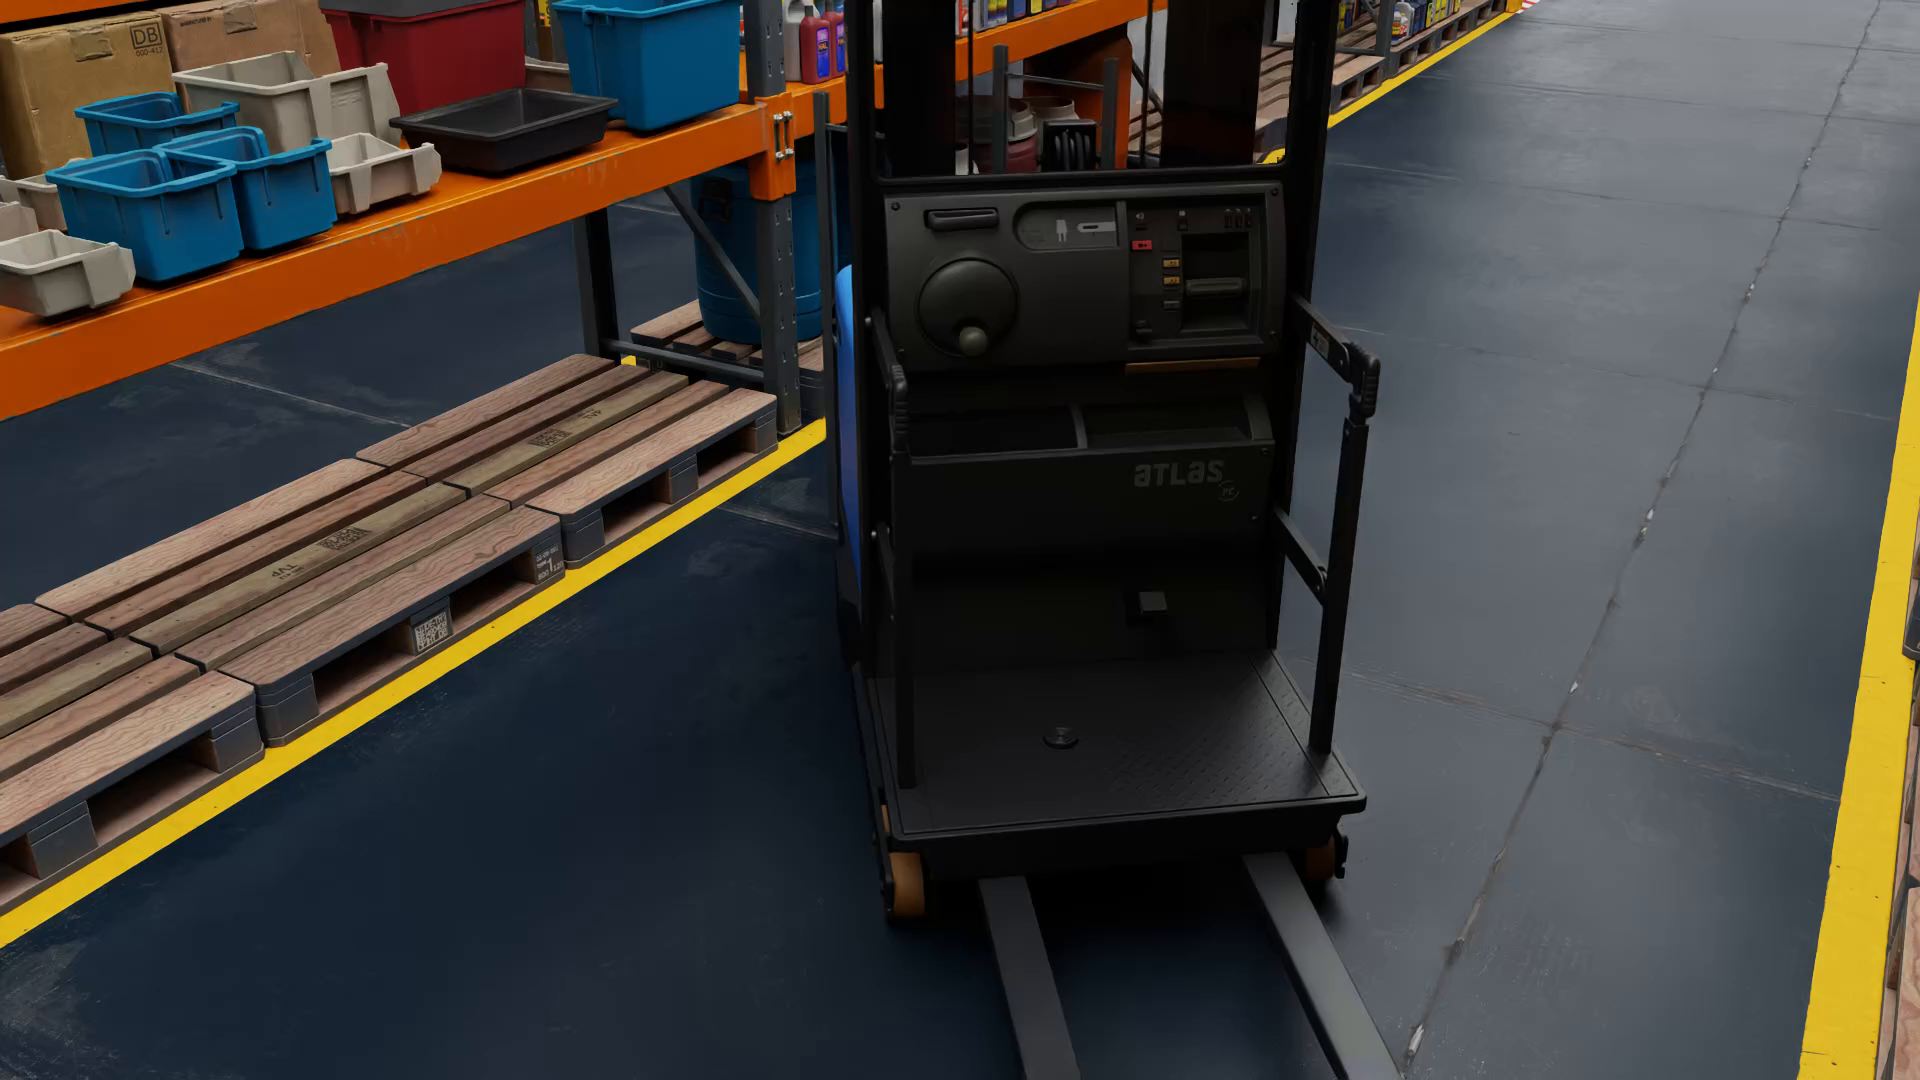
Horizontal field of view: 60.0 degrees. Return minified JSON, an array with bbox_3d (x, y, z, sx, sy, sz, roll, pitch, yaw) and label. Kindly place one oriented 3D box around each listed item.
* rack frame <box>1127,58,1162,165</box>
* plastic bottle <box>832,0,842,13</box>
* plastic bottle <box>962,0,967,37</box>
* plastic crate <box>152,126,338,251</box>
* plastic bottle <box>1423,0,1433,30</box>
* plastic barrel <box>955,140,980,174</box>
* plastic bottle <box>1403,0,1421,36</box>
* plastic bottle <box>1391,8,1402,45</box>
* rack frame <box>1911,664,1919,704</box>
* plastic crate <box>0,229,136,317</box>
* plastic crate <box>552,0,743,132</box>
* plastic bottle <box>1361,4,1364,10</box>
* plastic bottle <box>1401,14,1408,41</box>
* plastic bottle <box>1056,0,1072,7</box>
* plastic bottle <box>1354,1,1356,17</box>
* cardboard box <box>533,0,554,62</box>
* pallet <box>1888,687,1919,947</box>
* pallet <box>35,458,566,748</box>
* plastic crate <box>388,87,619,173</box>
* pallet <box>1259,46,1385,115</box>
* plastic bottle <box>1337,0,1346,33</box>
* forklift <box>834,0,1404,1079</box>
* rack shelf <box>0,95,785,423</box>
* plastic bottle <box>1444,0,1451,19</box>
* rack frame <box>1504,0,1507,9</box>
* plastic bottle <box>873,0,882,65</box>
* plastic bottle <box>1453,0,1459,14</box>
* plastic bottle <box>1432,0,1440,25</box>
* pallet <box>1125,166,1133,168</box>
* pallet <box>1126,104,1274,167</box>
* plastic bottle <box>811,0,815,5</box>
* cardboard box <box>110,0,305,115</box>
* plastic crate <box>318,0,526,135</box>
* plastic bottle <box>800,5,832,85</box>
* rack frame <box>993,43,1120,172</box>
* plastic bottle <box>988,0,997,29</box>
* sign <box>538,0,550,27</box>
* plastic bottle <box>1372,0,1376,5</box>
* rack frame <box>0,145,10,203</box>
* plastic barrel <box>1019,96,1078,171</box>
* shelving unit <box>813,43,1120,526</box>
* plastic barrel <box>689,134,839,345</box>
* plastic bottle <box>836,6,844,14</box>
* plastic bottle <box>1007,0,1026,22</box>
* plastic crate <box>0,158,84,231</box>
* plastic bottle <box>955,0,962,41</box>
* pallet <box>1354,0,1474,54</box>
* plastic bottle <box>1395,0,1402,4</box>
[{"bbox_3d":[0.872,-3.434,9.259,1.000,3.000,0.127,14,30,26],"label":"rack frame"},{"bbox_3d":[-0.571,-2.413,7.364,0.097,0.271,0.097,0,27,0],"label":"plastic bottle"},{"bbox_3d":[0.000,-2.283,7.181,0.097,0.201,0.097,0,27,0],"label":"plastic bottle"},{"bbox_3d":[-1.860,-0.922,4.361,0.416,0.233,0.300,14,30,26],"label":"plastic crate"},{"bbox_3d":[3.809,-4.327,13.586,0.061,0.283,0.133,16,31,28],"label":"plastic bottle"},{"bbox_3d":[-0.109,-1.635,7.975,0.421,0.512,0.421,0,27,0],"label":"plastic barrel"},{"bbox_3d":[3.599,-4.228,13.313,0.144,0.351,0.185,15,30,27],"label":"plastic bottle"},{"bbox_3d":[3.379,-3.997,12.941,0.097,0.271,0.097,0,27,0],"label":"plastic bottle"},{"bbox_3d":[3.215,-0.783,3.963,1.000,3.000,0.127,14,30,26],"label":"rack frame"},{"bbox_3d":[-2.091,-0.620,3.865,0.250,0.136,0.298,14,30,26],"label":"plastic crate"},{"bbox_3d":[-1.028,-1.638,5.621,0.392,0.384,0.575,14,30,26],"label":"plastic crate"},{"bbox_3d":[3.476,-4.757,14.458,0.097,0.271,0.097,0,27,0],"label":"plastic bottle"},{"bbox_3d":[3.479,-4.045,13.115,0.097,0.201,0.097,0,27,0],"label":"plastic bottle"},{"bbox_3d":[0.483,-2.685,7.893,0.061,0.283,0.133,14,30,26],"label":"plastic bottle"},{"bbox_3d":[3.261,-4.477,13.887,0.061,0.283,0.133,14,30,26],"label":"plastic bottle"},{"bbox_3d":[-3.128,-3.869,12.429,0.700,0.500,0.500,13,29,23],"label":"cardboard box"},{"bbox_3d":[2.877,0.732,4.053,1.003,0.211,1.213,14,30,26],"label":"pallet"},{"bbox_3d":[-2.022,0.144,5.226,1.003,0.211,1.213,14,30,26],"label":"pallet"},{"bbox_3d":[-1.412,-1.284,5.203,0.437,0.125,0.590,14,30,26],"label":"plastic crate"},{"bbox_3d":[2.488,-3.431,12.369,1.003,0.211,1.213,14,30,26],"label":"pallet"},{"bbox_3d":[3.032,-4.288,13.432,0.144,0.351,0.185,14,30,26],"label":"plastic bottle"},{"bbox_3d":[0.326,-0.579,3.632,1.130,2.935,3.031,-4,27,-7],"label":"forklift"},{"bbox_3d":[-2.079,-0.774,4.749,1.077,0.370,4.000,14,30,26],"label":"rack shelf"},{"bbox_3d":[4.070,-4.572,14.084,0.152,0.276,0.135,13,30,25],"label":"plastic bottle"},{"bbox_3d":[4.808,-6.552,15.487,1.000,3.000,0.127,14,30,26],"label":"rack frame"},{"bbox_3d":[-0.356,-2.059,6.650,0.152,0.276,0.135,14,30,26],"label":"plastic bottle"},{"bbox_3d":[4.244,-4.672,14.275,0.061,0.283,0.133,15,30,27],"label":"plastic bottle"},{"bbox_3d":[3.900,-4.467,13.791,0.144,0.351,0.185,14,30,26],"label":"plastic bottle"},{"bbox_3d":[0.521,-1.871,9.251,1.003,0.211,1.213,14,30,26],"label":"pallet"},{"bbox_3d":[1.287,-2.480,10.469,1.003,0.211,1.213,14,30,26],"label":"pallet"},{"bbox_3d":[-0.712,-2.324,7.096,0.144,0.351,0.185,14,30,26],"label":"plastic bottle"},{"bbox_3d":[-4.671,-2.806,9.908,1.225,0.875,0.875,13,29,24],"label":"cardboard box"},{"bbox_3d":[-1.753,-1.638,5.532,0.402,0.464,0.583,14,30,26],"label":"plastic crate"},{"bbox_3d":[-0.544,-1.872,6.269,0.061,0.283,0.133,14,30,26],"label":"plastic bottle"},{"bbox_3d":[0.334,-1.043,6.159,0.500,1.500,0.032,17,31,31],"label":"rack frame"},{"bbox_3d":[0.115,-2.404,7.346,0.097,0.271,0.097,0,27,0],"label":"plastic bottle"},{"bbox_3d":[-1.573,-2.121,6.326,0.100,0.325,0.005,14,30,26],"label":"sign"},{"bbox_3d":[3.645,-4.890,14.725,0.097,0.271,0.097,0,27,0],"label":"plastic bottle"},{"bbox_3d":[-5.408,-2.966,8.324,1.000,3.000,0.127,14,30,26],"label":"rack frame"},{"bbox_3d":[0.447,-2.075,8.855,0.421,0.512,0.421,0,27,0],"label":"plastic barrel"},{"bbox_3d":[0.044,-0.857,5.786,0.538,1.500,1.048,17,31,31],"label":"shelving unit"},{"bbox_3d":[-0.813,-1.333,6.937,0.600,0.901,0.708,14,30,26],"label":"plastic barrel"},{"bbox_3d":[-0.474,-2.046,6.707,0.097,0.201,0.097,0,27,0],"label":"plastic bottle"},{"bbox_3d":[0.211,-2.538,7.524,0.144,0.351,0.185,14,30,26],"label":"plastic bottle"},{"bbox_3d":[-2.419,-0.926,4.476,0.298,0.136,0.250,14,30,26],"label":"plastic crate"},{"bbox_3d":[-0.080,-2.277,7.086,0.152,0.276,0.135,14,30,26],"label":"plastic bottle"},{"bbox_3d":[3.806,-4.476,14.455,1.003,0.211,1.213,14,30,26],"label":"pallet"},{"bbox_3d":[3.473,-4.260,13.377,0.144,0.351,0.185,14,30,26],"label":"plastic bottle"}]
